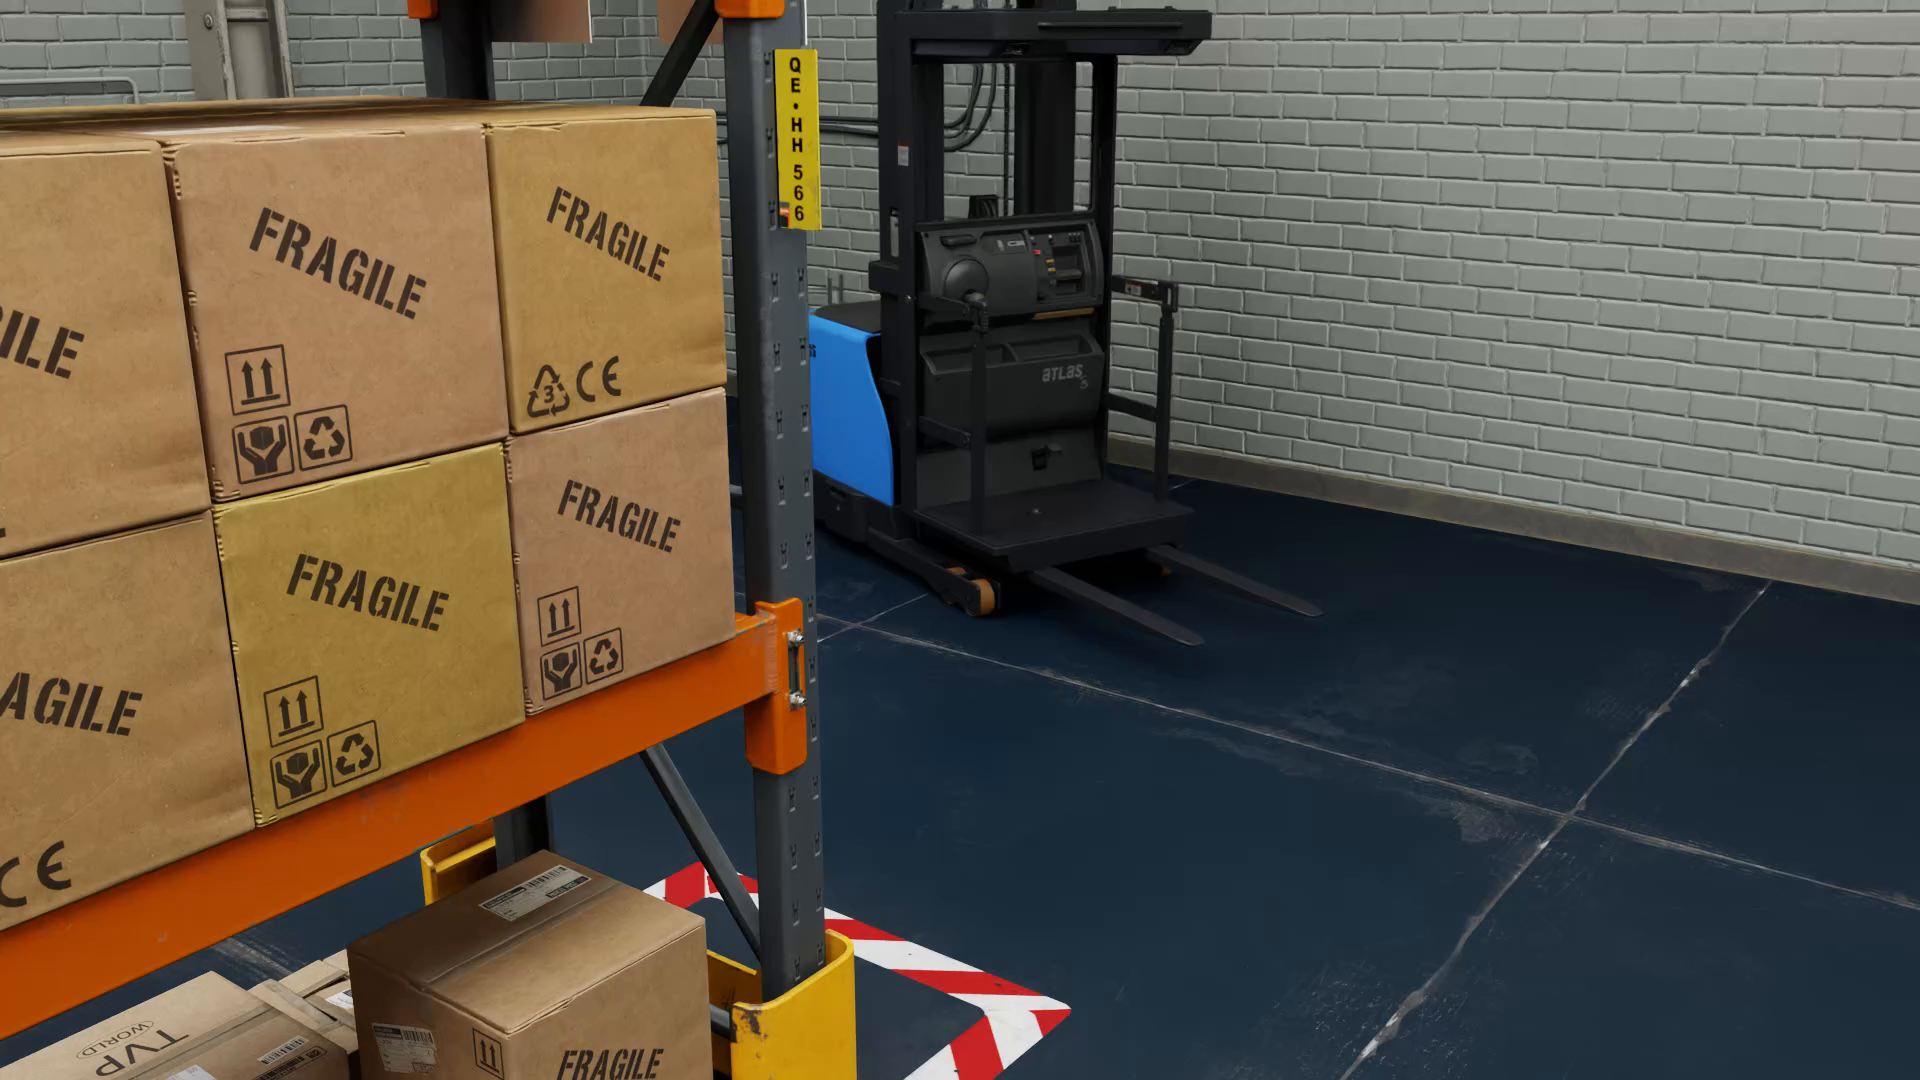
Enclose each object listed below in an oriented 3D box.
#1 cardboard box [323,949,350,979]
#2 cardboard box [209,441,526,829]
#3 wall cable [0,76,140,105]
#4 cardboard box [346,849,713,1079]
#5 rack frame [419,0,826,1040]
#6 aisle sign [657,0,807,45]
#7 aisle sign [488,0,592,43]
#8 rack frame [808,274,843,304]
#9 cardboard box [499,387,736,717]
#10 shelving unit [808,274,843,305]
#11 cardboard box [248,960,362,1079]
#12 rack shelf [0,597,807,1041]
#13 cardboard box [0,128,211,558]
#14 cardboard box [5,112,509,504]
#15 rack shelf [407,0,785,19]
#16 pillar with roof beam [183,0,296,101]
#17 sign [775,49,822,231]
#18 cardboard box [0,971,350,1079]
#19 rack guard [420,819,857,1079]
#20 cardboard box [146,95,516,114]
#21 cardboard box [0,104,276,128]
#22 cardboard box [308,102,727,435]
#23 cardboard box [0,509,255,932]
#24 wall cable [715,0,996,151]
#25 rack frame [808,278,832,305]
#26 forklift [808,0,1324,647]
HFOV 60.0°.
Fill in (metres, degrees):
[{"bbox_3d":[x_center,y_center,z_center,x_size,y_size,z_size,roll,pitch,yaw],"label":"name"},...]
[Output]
[{"bbox_3d":[-1.260,1.049,3.872,0.380,0.149,0.250,12,21,35],"label":"cardboard box"},{"bbox_3d":[-1.089,0.090,2.727,0.500,0.500,0.500,13,21,35],"label":"cardboard box"},{"bbox_3d":[-4.712,-1.973,7.825,0.084,1.984,1.851,12,21,35],"label":"wall cable"},{"bbox_3d":[-0.860,1.016,3.388,0.500,0.500,0.500,12,21,35],"label":"cardboard box"},{"bbox_3d":[-0.734,-0.141,3.640,1.000,3.000,0.127,12,21,35],"label":"rack frame"},{"bbox_3d":[-0.448,-1.345,3.132,0.394,0.787,0.004,12,21,35],"label":"aisle sign"},{"bbox_3d":[-0.930,-1.451,3.474,0.394,0.787,0.004,12,21,35],"label":"aisle sign"},{"bbox_3d":[-0.732,-0.812,8.835,0.240,1.200,0.006,5,16,14],"label":"rack frame"},{"bbox_3d":[-0.783,-0.034,3.127,0.500,0.500,0.500,13,22,36],"label":"cardboard box"},{"bbox_3d":[-0.756,-0.789,8.749,0.258,1.200,0.189,5,16,14],"label":"shelving unit"},{"bbox_3d":[-1.409,1.101,3.677,0.380,0.166,0.250,12,21,35],"label":"cardboard box"},{"bbox_3d":[-1.926,0.679,2.213,1.077,0.370,4.000,12,21,35],"label":"rack shelf"},{"bbox_3d":[-1.384,-0.267,2.191,0.500,0.500,0.500,13,22,36],"label":"cardboard box"},{"bbox_3d":[-1.079,-0.391,2.591,0.500,0.500,0.500,13,22,36],"label":"cardboard box"},{"bbox_3d":[-1.926,-0.754,1.768,1.077,0.370,4.000,12,21,35],"label":"rack shelf"},{"bbox_3d":[-0.343,-3.916,5.679,9.100,9.000,0.400,12,21,35],"label":"pillar with roof beam"},{"bbox_3d":[-0.301,-0.742,3.090,0.100,0.325,0.005,12,21,35],"label":"sign"},{"bbox_3d":[-1.584,1.161,3.343,0.500,0.250,0.500,12,21,35],"label":"cardboard box"},{"bbox_3d":[-0.780,1.071,3.952,1.175,0.500,0.348,12,21,35],"label":"rack guard"},{"bbox_3d":[-1.210,-0.607,3.286,0.500,0.500,0.500,13,22,36],"label":"cardboard box"},{"bbox_3d":[-1.516,-0.481,2.881,0.500,0.500,0.500,13,21,35],"label":"cardboard box"},{"bbox_3d":[-0.779,-0.512,2.979,0.500,0.500,0.500,12,21,34],"label":"cardboard box"},{"bbox_3d":[-1.391,0.208,2.347,0.500,0.500,0.500,13,21,35],"label":"cardboard box"},{"bbox_3d":[-1.058,-3.681,10.161,3.097,2.526,0.112,12,21,35],"label":"wall cable"},{"bbox_3d":[-0.779,-0.766,8.664,0.240,1.200,0.006,5,16,14],"label":"rack frame"},{"bbox_3d":[0.355,-1.225,7.246,1.130,2.935,3.031,-10,20,-30],"label":"forklift"}]
